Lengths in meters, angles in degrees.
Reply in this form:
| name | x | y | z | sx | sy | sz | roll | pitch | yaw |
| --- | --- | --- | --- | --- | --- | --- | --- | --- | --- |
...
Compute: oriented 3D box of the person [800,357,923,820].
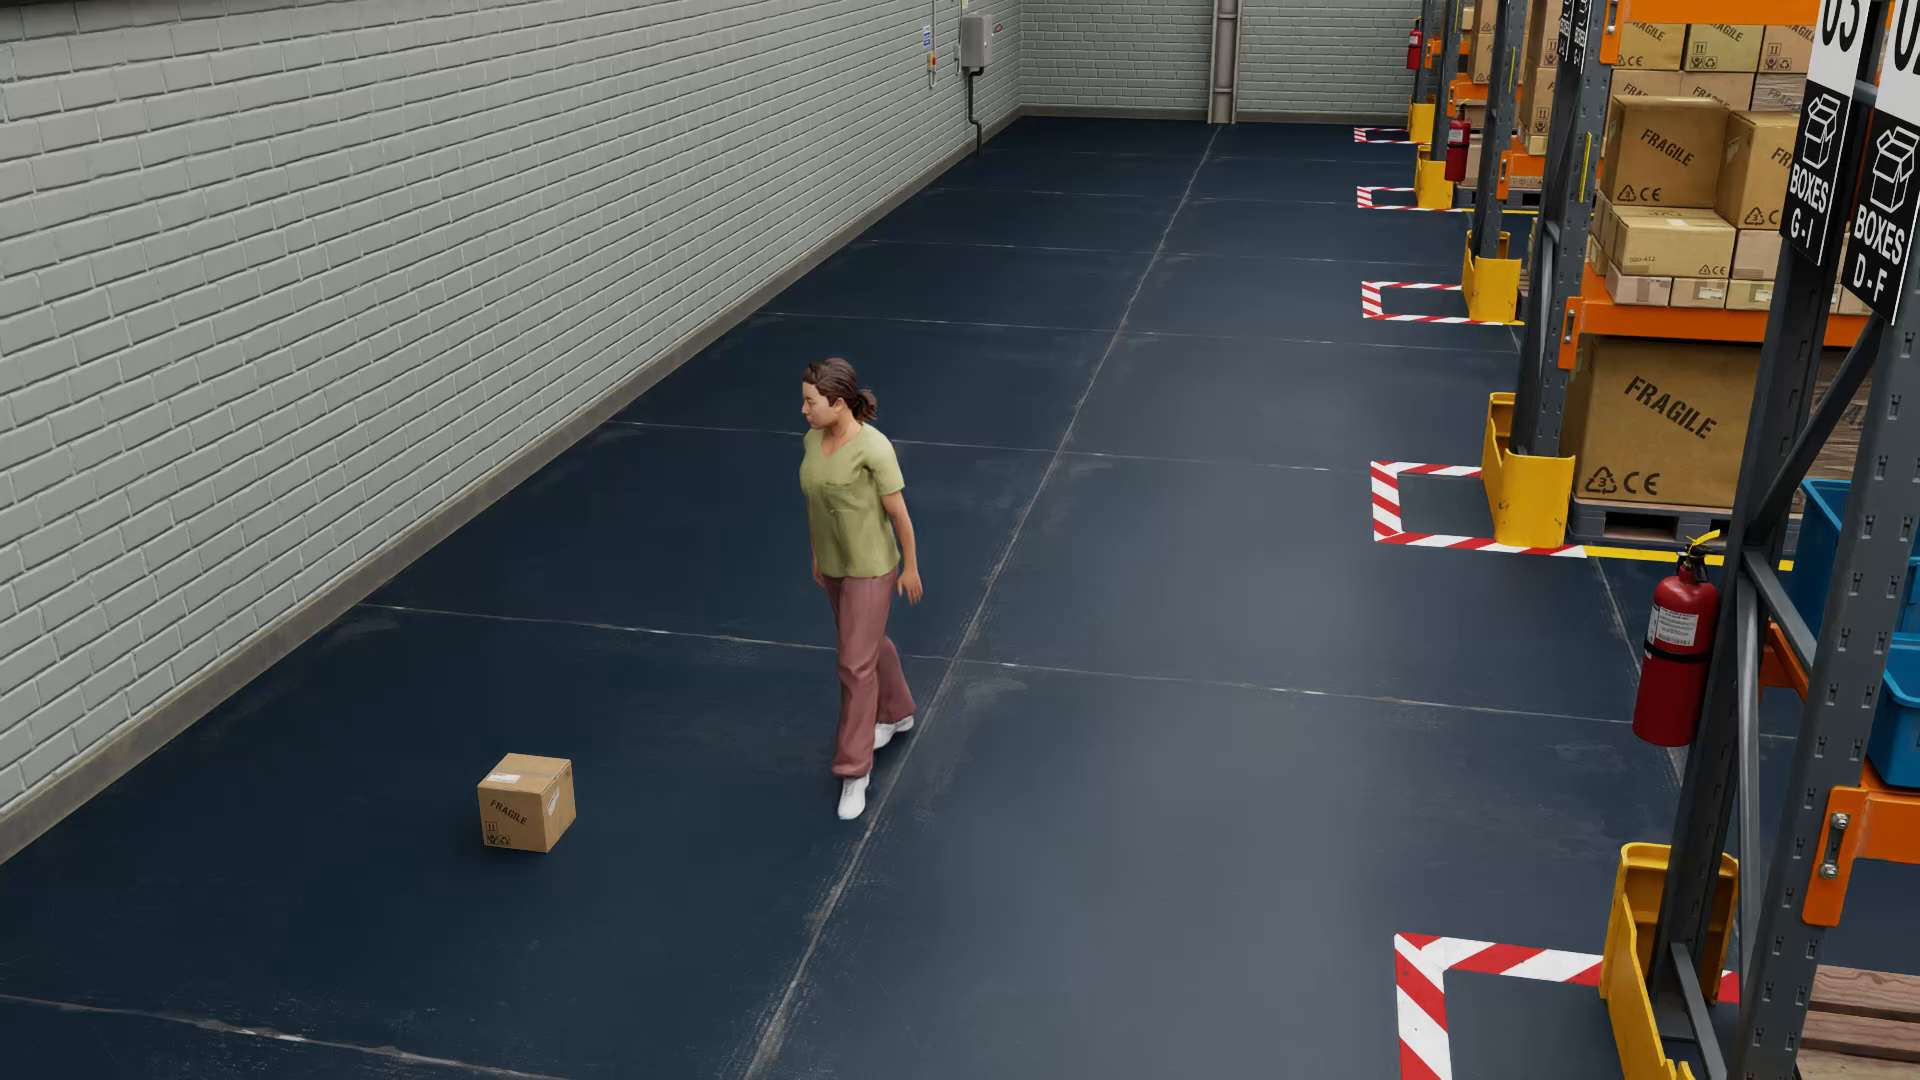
| name | x | y | z | sx | sy | sz | roll | pitch | yaw |
| --- | --- | --- | --- | --- | --- | --- | --- | --- | --- |
| person | -0.386 | 0.125 | 6.304 | 0.549 | 1.689 | 0.685 | 19 | 29 | 40 |
